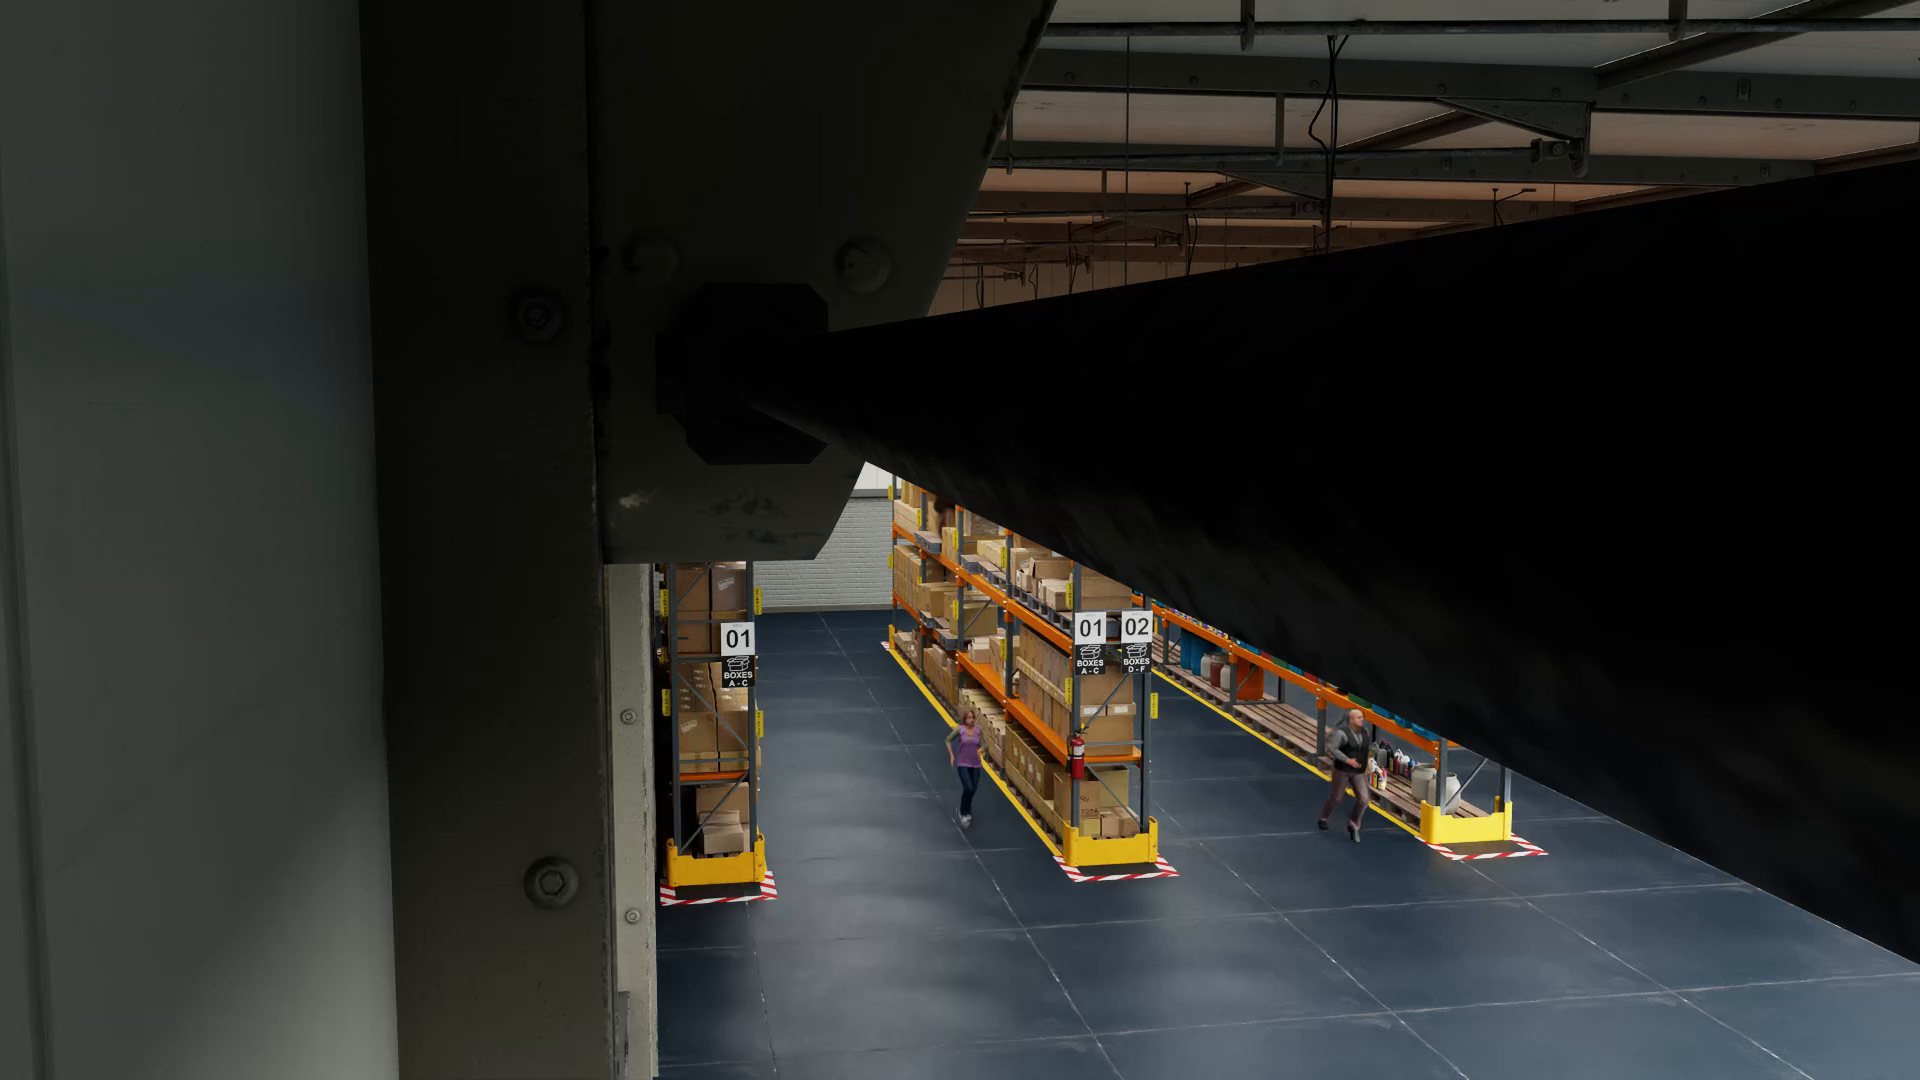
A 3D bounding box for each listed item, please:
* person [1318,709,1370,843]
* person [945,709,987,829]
[{"bbox_3d":[5.194,3.115,22.092,0.711,1.774,0.721,-2,6,-17],"label":"person"},{"bbox_3d":[0.112,3.097,22.589,0.503,1.617,0.682,-2,7,-22],"label":"person"}]
